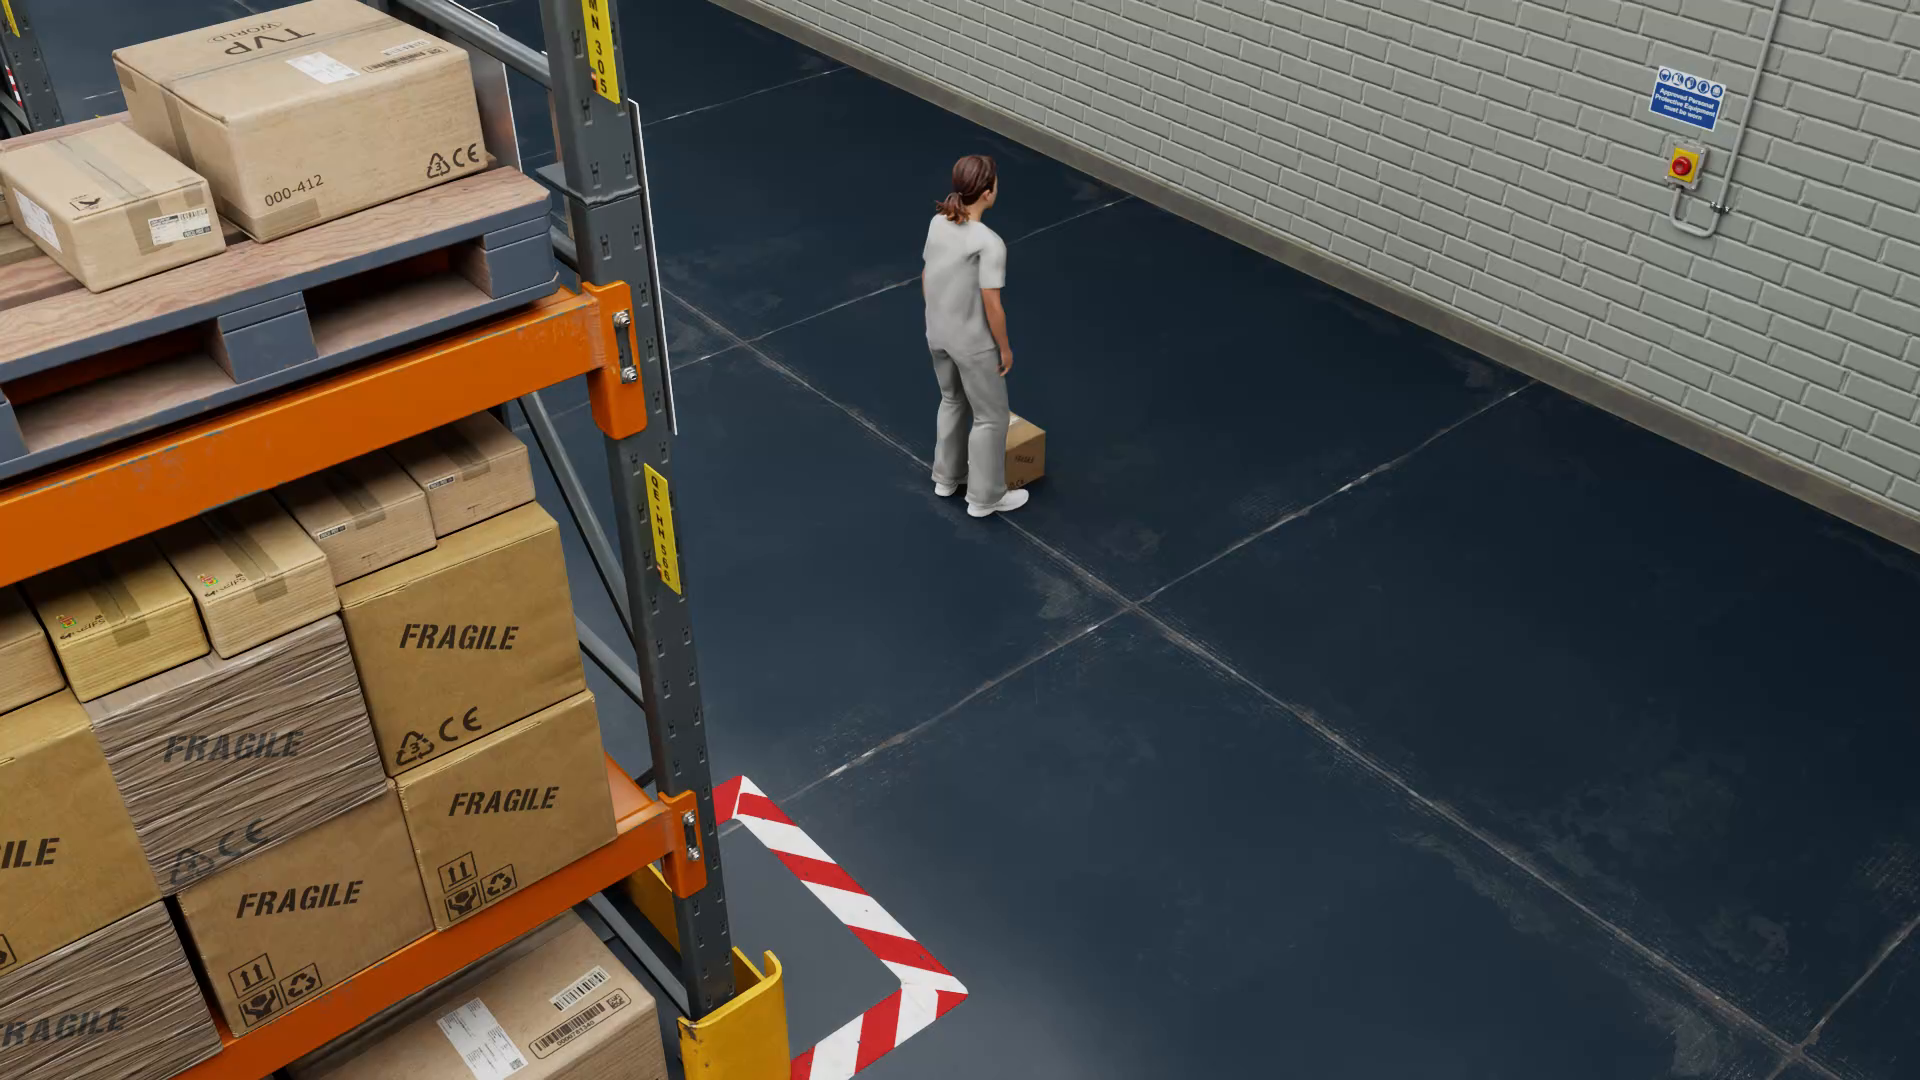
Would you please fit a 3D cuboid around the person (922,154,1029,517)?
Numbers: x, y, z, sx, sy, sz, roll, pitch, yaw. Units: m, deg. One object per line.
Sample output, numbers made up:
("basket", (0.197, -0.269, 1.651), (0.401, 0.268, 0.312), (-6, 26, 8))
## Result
("person", (0.045, -0.894, 7.378), (0.362, 1.671, 0.501), (-29, 45, -33))
